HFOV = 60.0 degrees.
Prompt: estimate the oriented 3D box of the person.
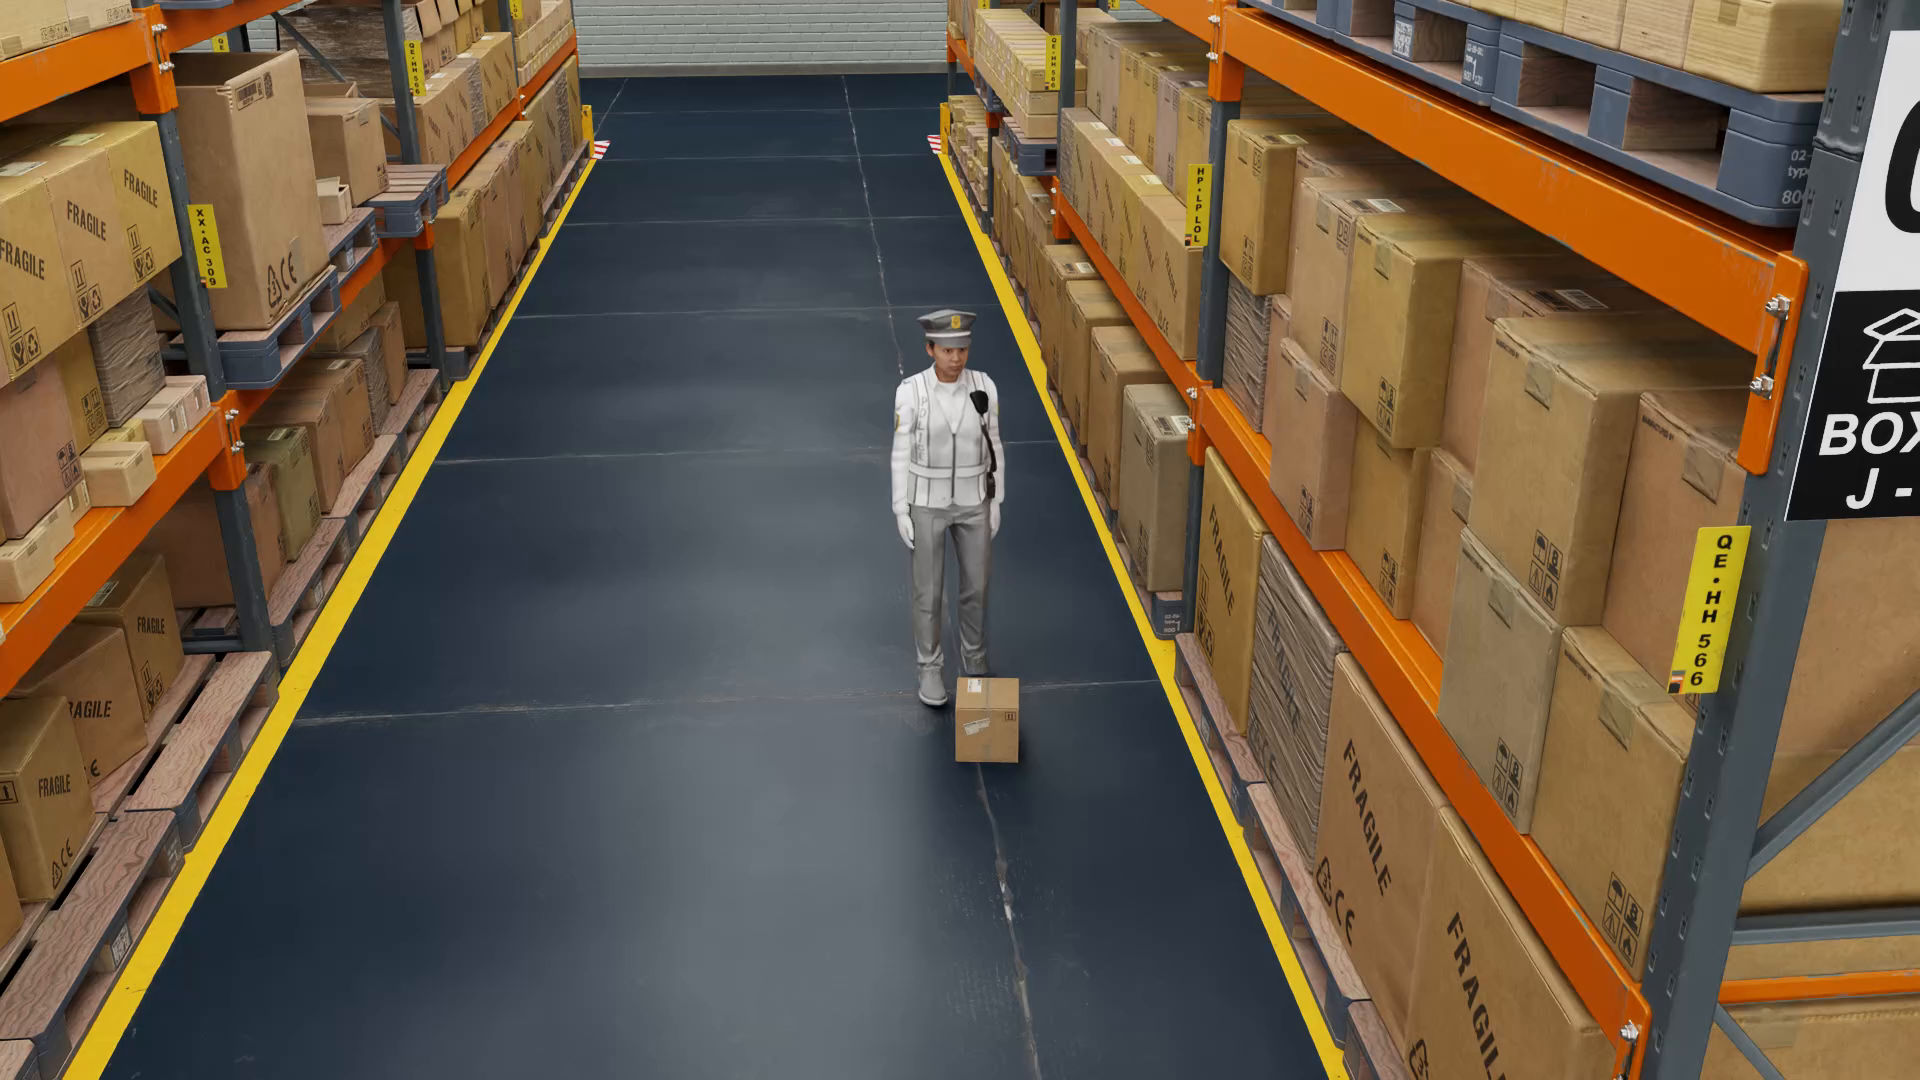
[{"bbox_3d":[-0.044,-0.102,6.910,0.482,1.767,0.397,-5,24,-11],"label":"person"}]
